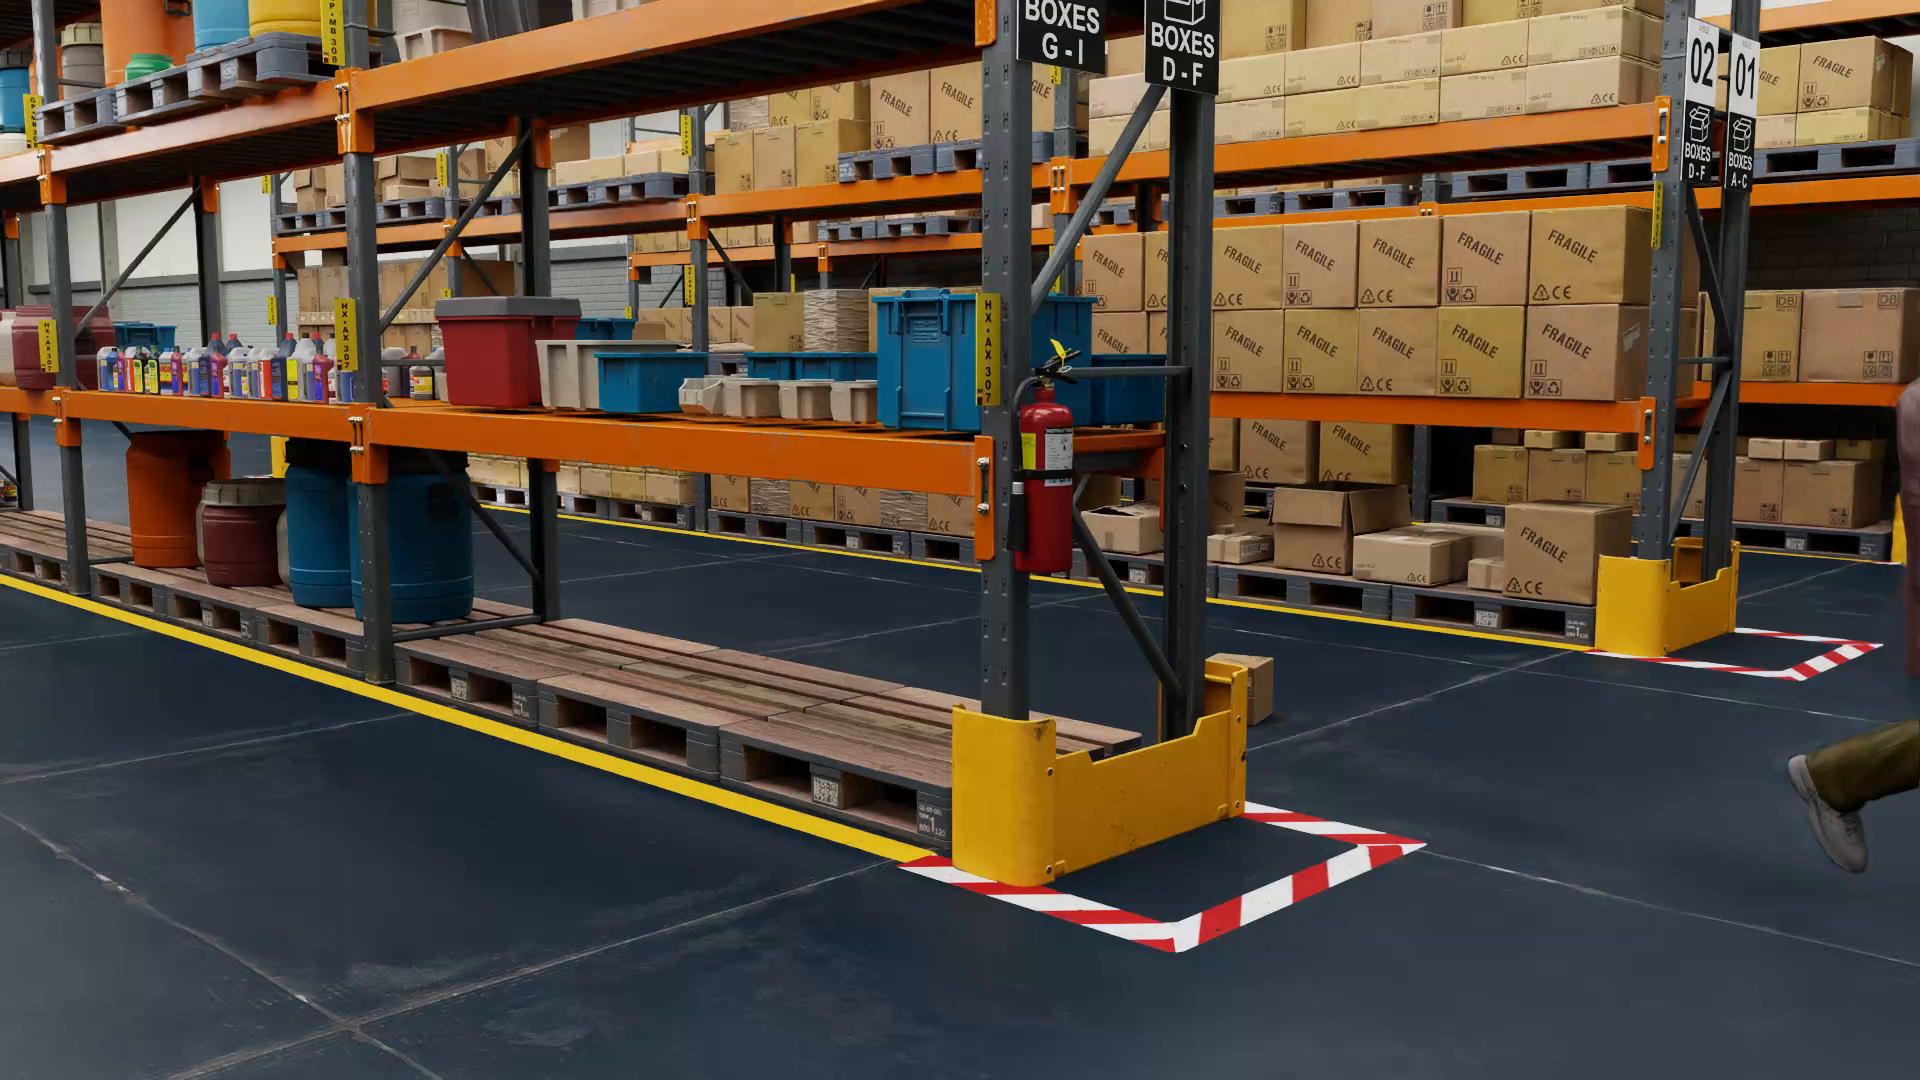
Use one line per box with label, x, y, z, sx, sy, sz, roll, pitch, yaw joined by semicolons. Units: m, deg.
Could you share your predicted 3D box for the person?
person;2.799;0.149;4.690;0.563;1.756;0.778;-5;8;-34
